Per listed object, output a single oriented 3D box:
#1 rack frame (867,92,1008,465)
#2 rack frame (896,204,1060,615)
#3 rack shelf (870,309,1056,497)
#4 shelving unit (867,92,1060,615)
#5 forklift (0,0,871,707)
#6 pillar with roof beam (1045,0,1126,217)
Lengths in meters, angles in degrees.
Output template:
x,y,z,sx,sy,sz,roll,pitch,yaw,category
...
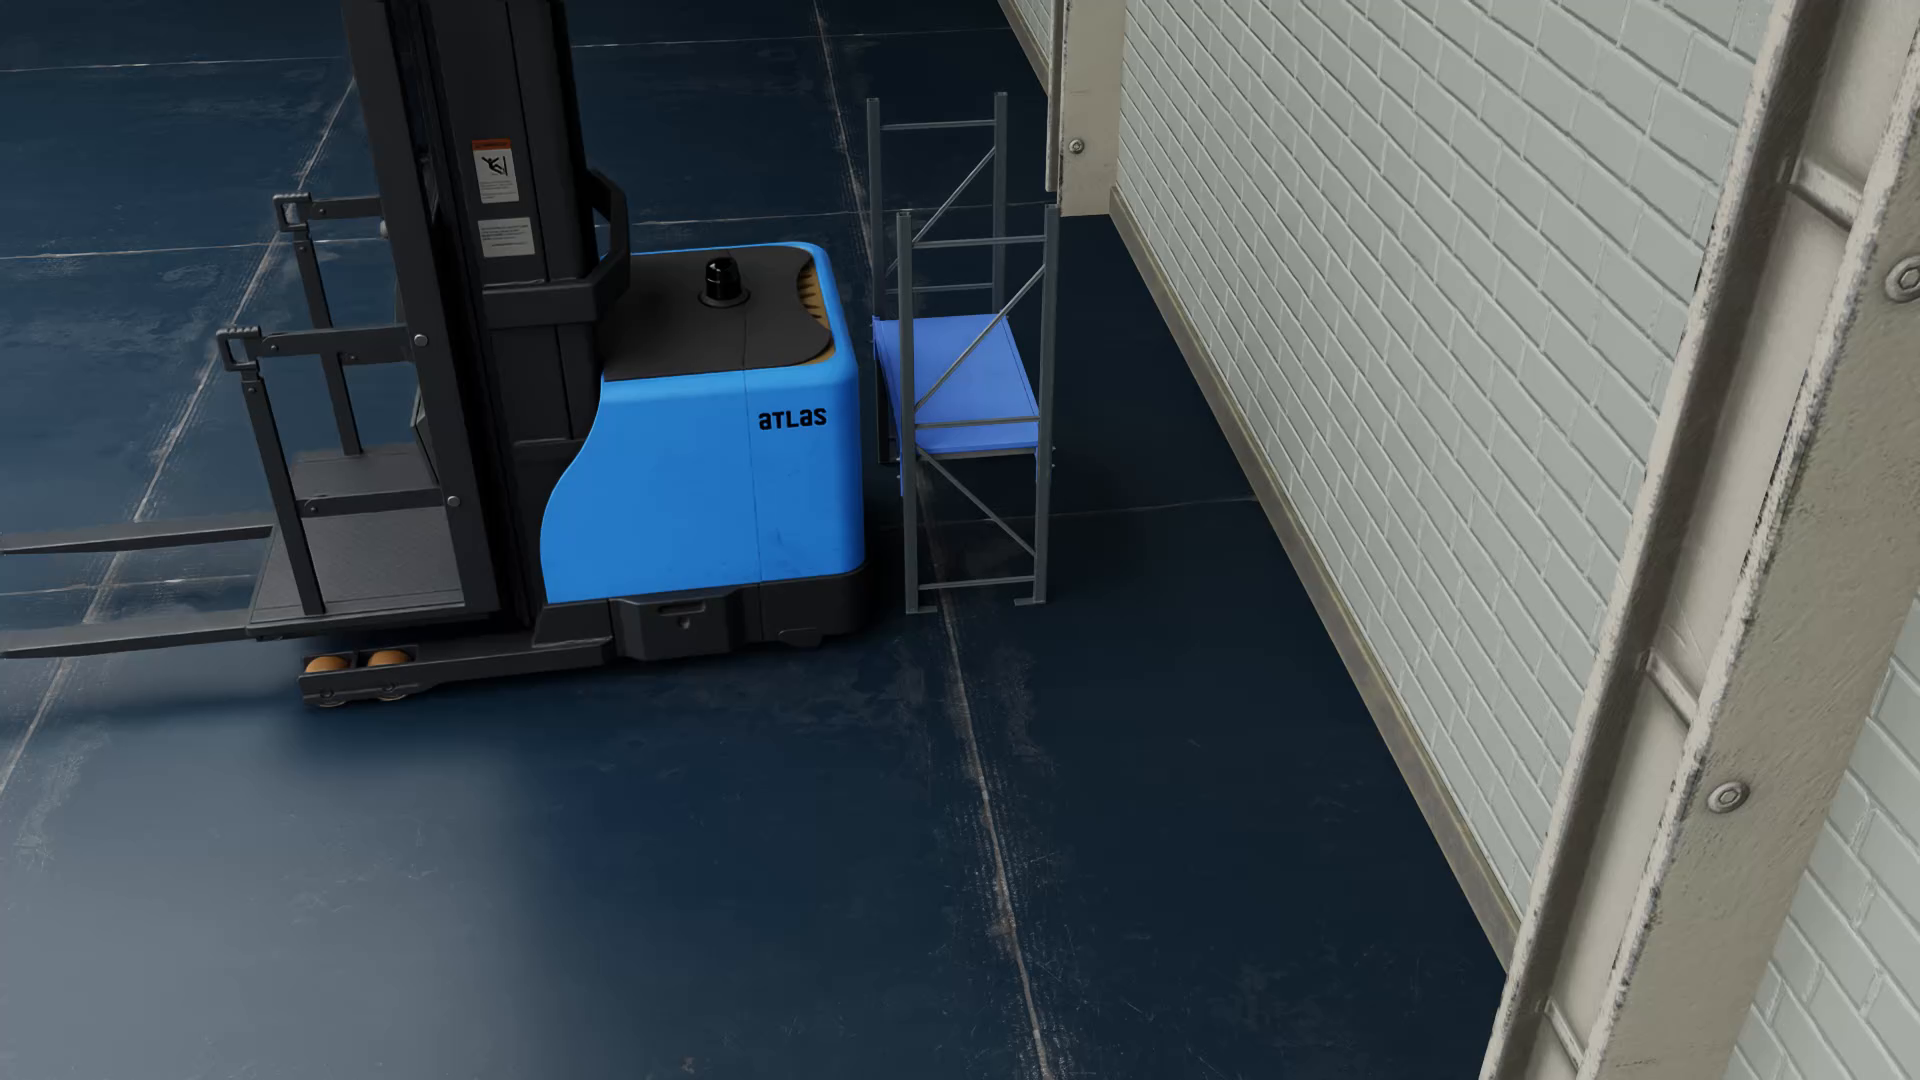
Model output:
x,y,z,sx,sy,sz,roll,pitch,yaw,category
-0.080,-0.951,6.314,0.500,1.500,0.032,-4,35,-6,rack frame
0.057,-0.384,5.481,0.500,1.500,0.032,-4,35,-6,rack frame
-0.011,-0.519,5.999,0.538,0.185,1.000,-4,35,-6,rack shelf
-0.011,-0.667,5.897,0.538,1.500,1.048,-4,35,-6,shelving unit
-1.872,-0.986,5.095,3.031,2.935,1.130,-6,35,-8,forklift
-3.622,-5.216,5.913,9.100,9.000,0.400,-4,35,-6,pillar with roof beam
